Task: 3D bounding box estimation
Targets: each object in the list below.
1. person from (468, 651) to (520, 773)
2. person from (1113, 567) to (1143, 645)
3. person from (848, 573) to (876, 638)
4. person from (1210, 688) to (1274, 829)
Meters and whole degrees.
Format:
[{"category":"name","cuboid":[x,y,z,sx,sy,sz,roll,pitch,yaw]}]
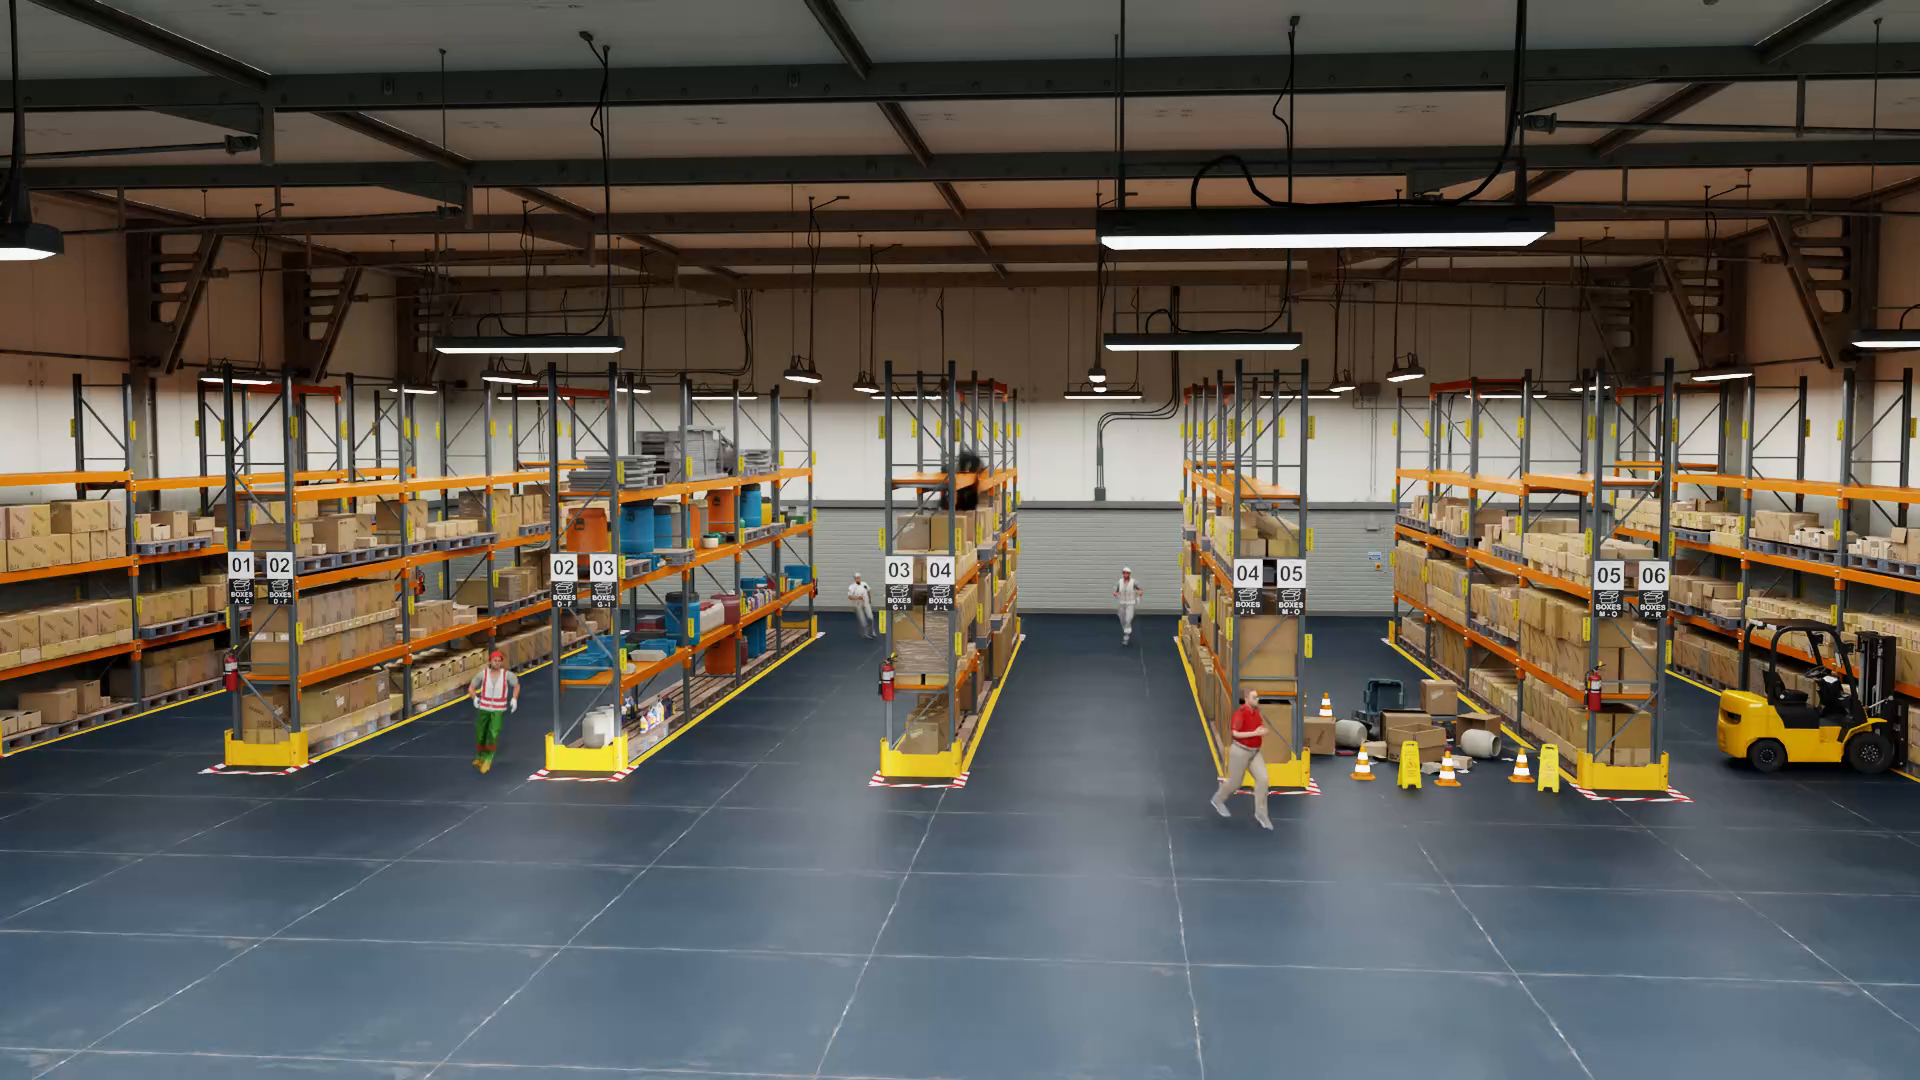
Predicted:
[{"category":"person","cuboid":[-6.880,2.519,24.507,0.719,1.781,0.675,-1,4,-8]},{"category":"person","cuboid":[3.901,1.528,38.965,0.673,1.784,0.865,2,4,22]},{"category":"person","cuboid":[-2.350,1.579,39.910,0.695,1.587,0.611,-1,4,-15]},{"category":"person","cuboid":[3.589,2.771,21.163,0.657,1.804,0.919,-3,5,-42]}]
